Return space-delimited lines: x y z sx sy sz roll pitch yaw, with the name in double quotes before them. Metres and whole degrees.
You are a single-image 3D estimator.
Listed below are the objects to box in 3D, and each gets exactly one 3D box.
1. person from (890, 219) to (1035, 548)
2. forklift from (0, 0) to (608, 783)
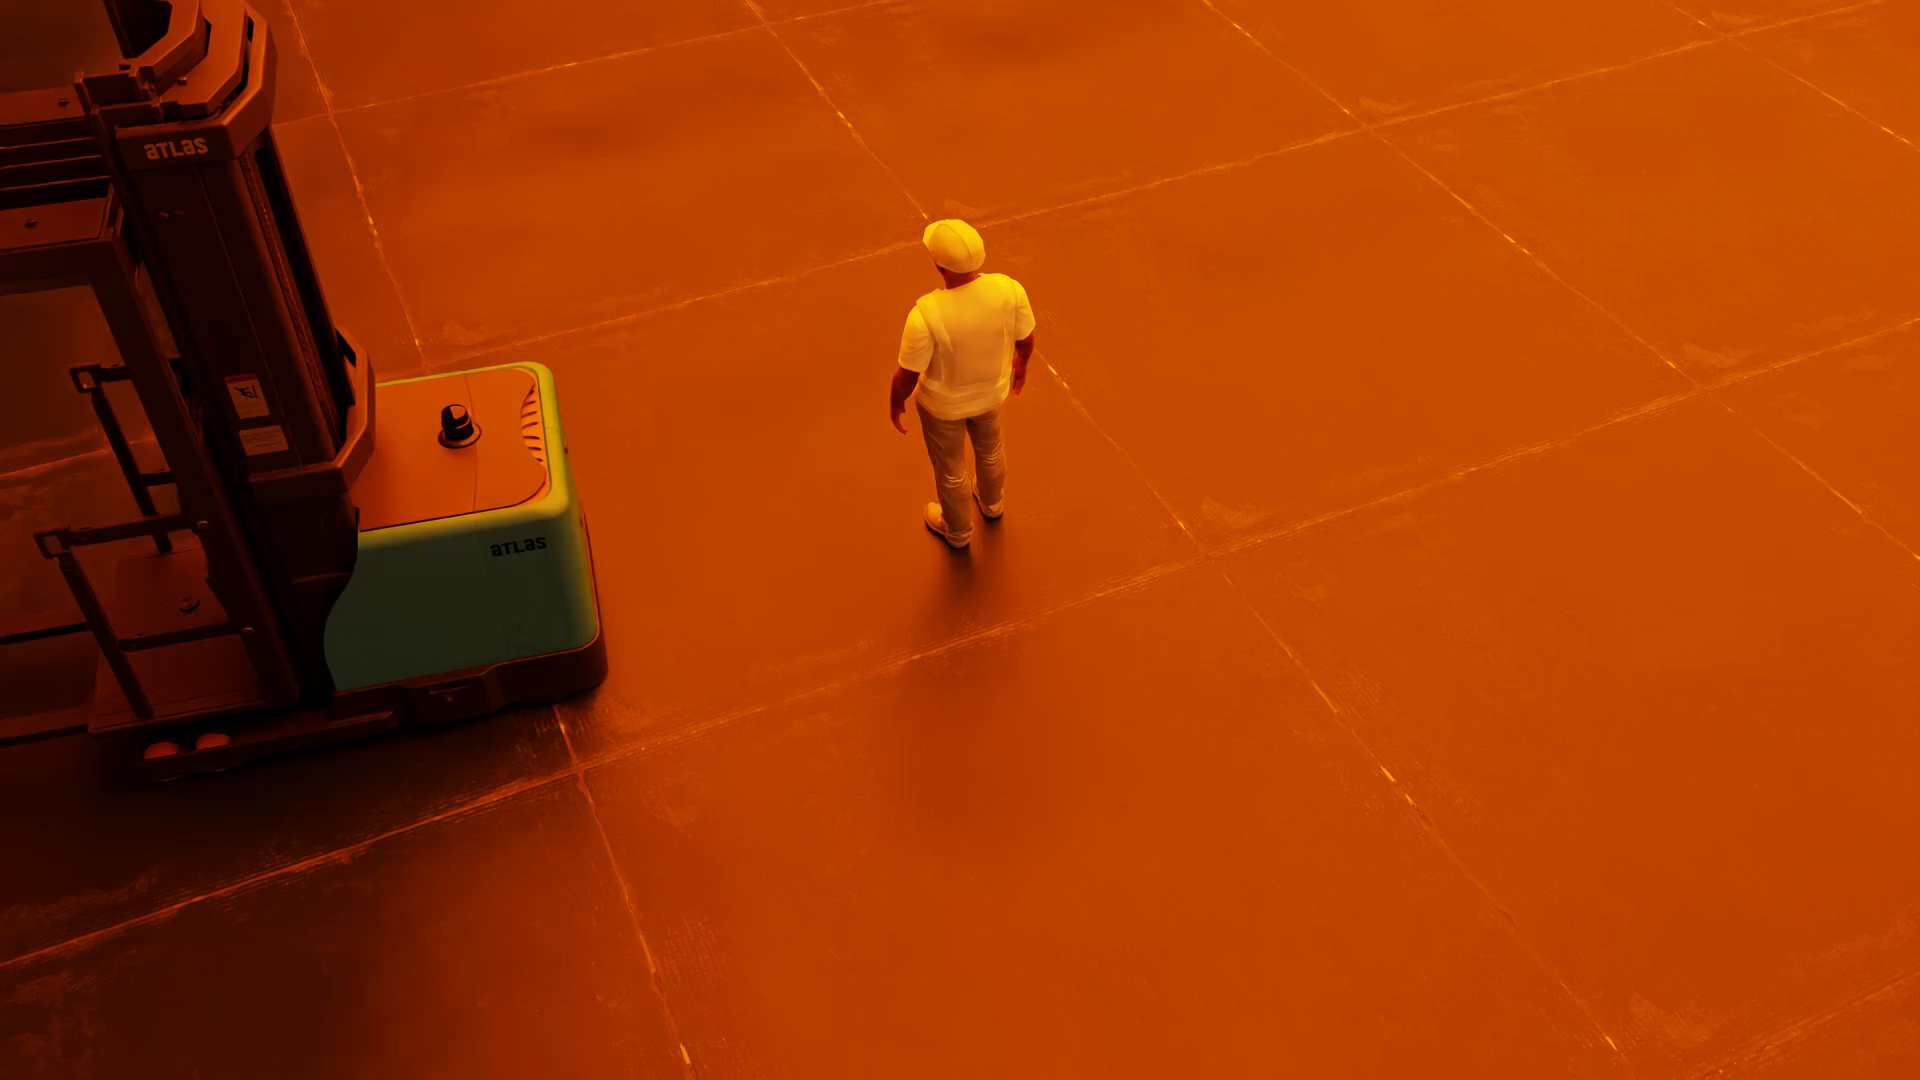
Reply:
"person" -0.024 -0.696 7.269 0.665 1.768 0.575 -18 46 -18
"forklift" -3.083 -0.491 6.206 3.031 2.935 1.130 -10 44 -11
